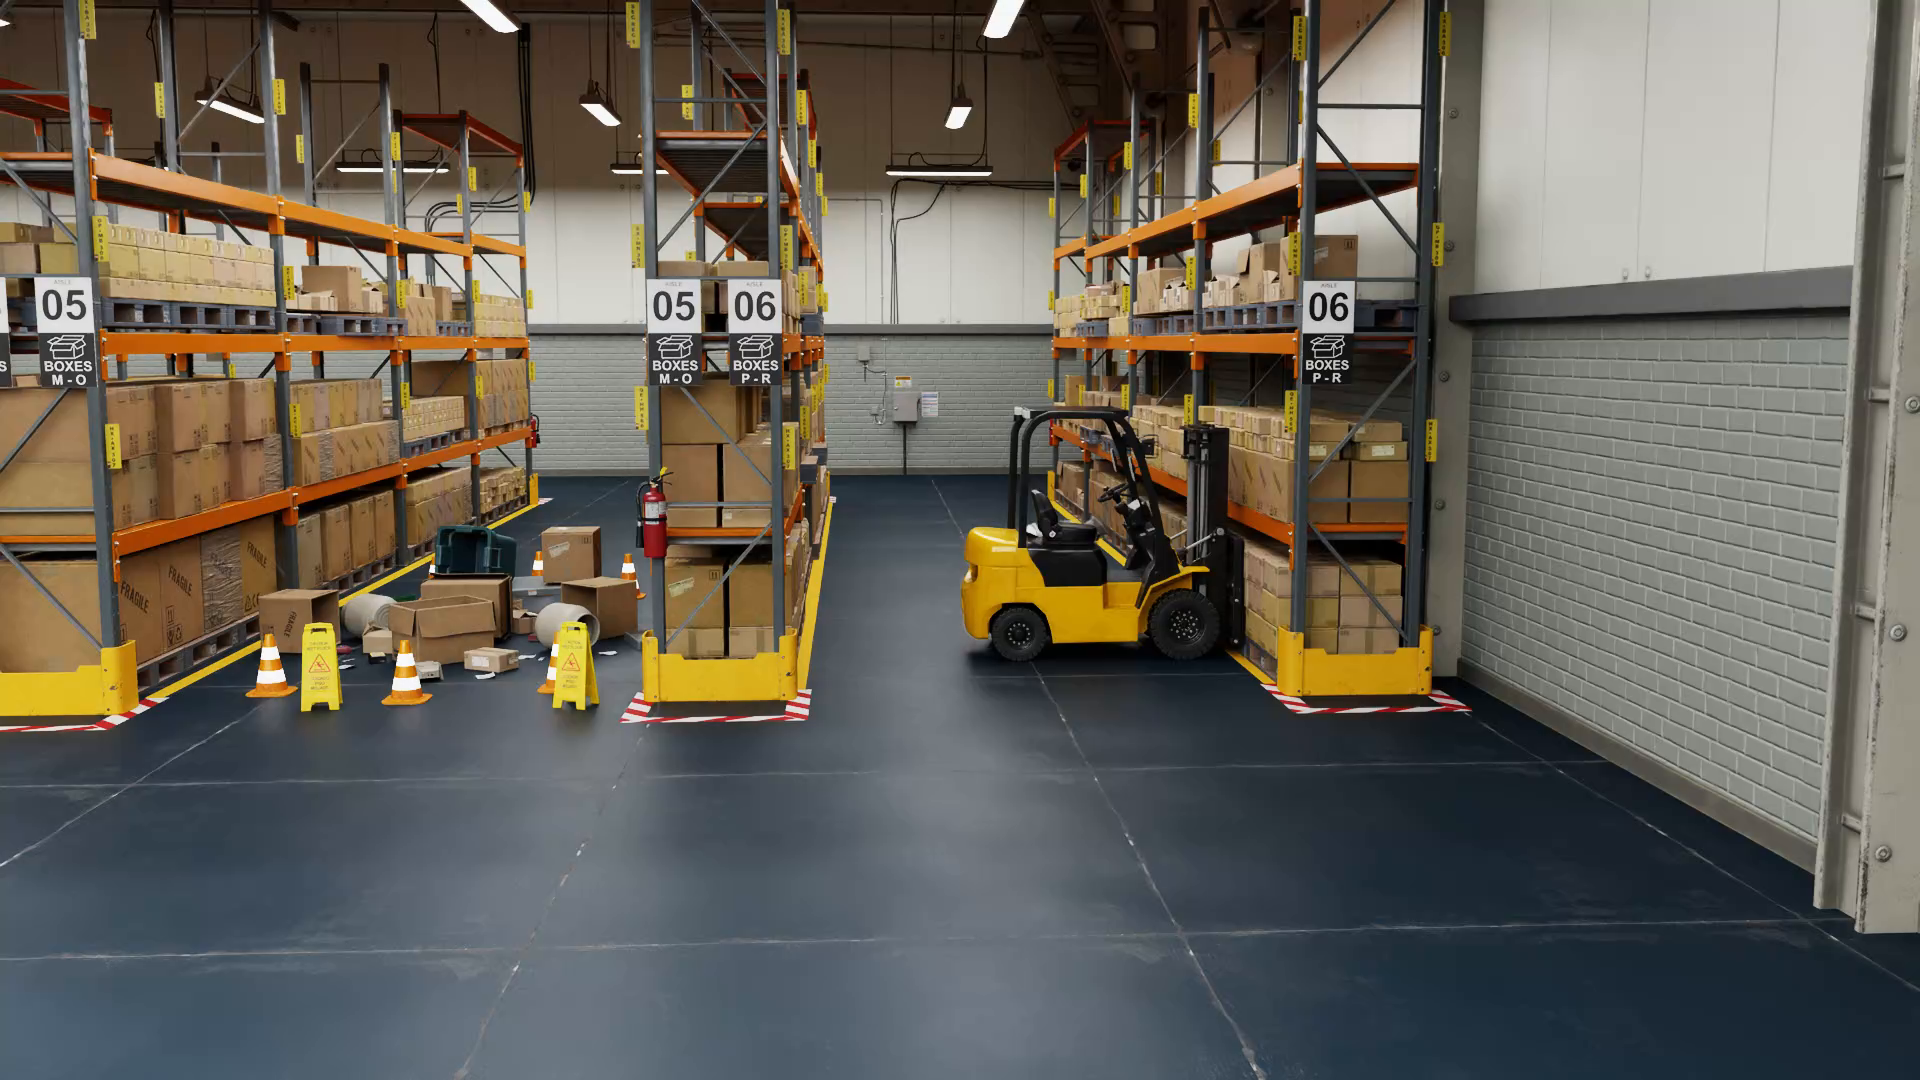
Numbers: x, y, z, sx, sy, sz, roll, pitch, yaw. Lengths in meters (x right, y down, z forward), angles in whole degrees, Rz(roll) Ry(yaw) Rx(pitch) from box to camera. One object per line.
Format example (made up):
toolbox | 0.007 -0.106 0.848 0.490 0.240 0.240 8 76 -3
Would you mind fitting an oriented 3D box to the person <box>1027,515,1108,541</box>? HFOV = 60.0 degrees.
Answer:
person | 0.959 0.279 16.404 1.025 1.037 0.530 -1 7 -6
